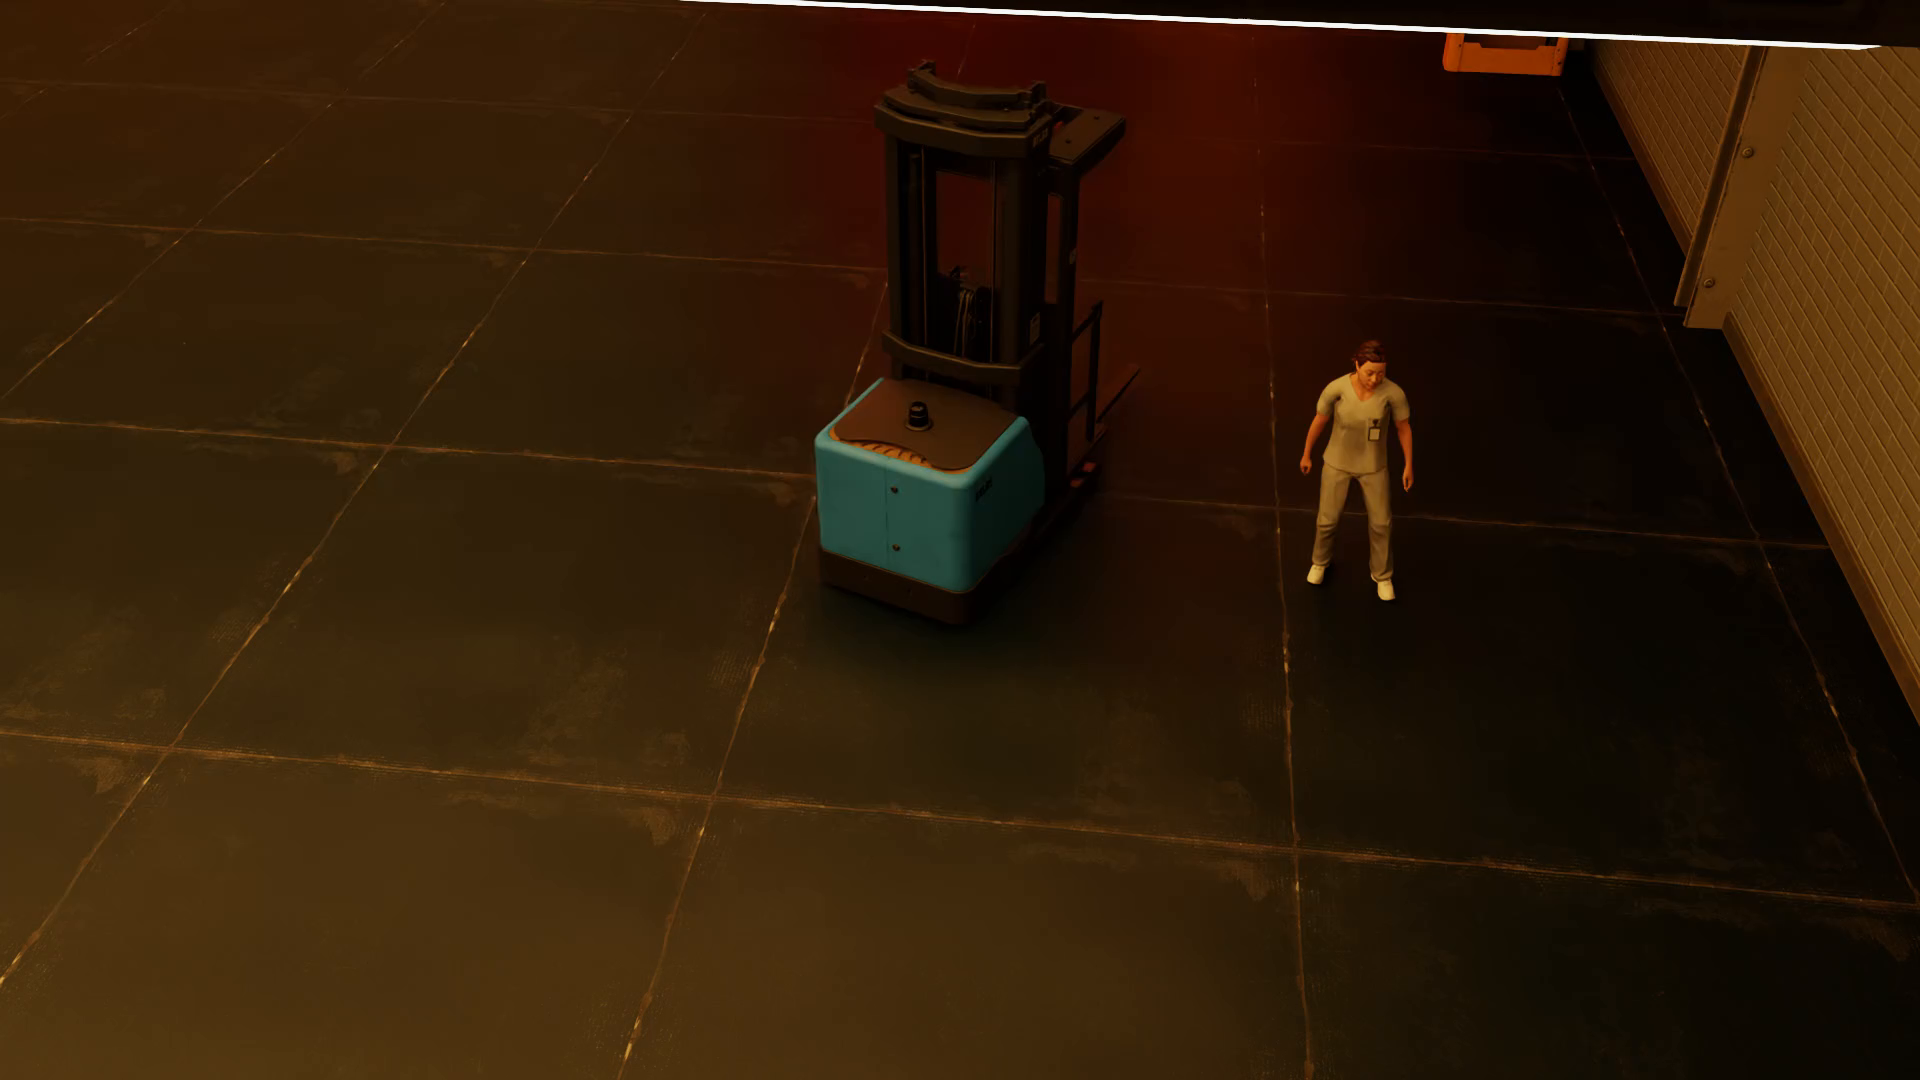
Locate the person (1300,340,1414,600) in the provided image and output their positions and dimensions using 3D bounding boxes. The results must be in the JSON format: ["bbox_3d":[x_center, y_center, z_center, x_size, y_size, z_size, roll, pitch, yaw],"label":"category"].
[{"bbox_3d":[2.319,-0.427,9.685,0.663,1.655,0.387,7,37,9],"label":"person"}]

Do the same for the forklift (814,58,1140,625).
[{"bbox_3d":[0.280,-1.541,10.121,1.130,2.935,3.031,17,40,22],"label":"forklift"}]
